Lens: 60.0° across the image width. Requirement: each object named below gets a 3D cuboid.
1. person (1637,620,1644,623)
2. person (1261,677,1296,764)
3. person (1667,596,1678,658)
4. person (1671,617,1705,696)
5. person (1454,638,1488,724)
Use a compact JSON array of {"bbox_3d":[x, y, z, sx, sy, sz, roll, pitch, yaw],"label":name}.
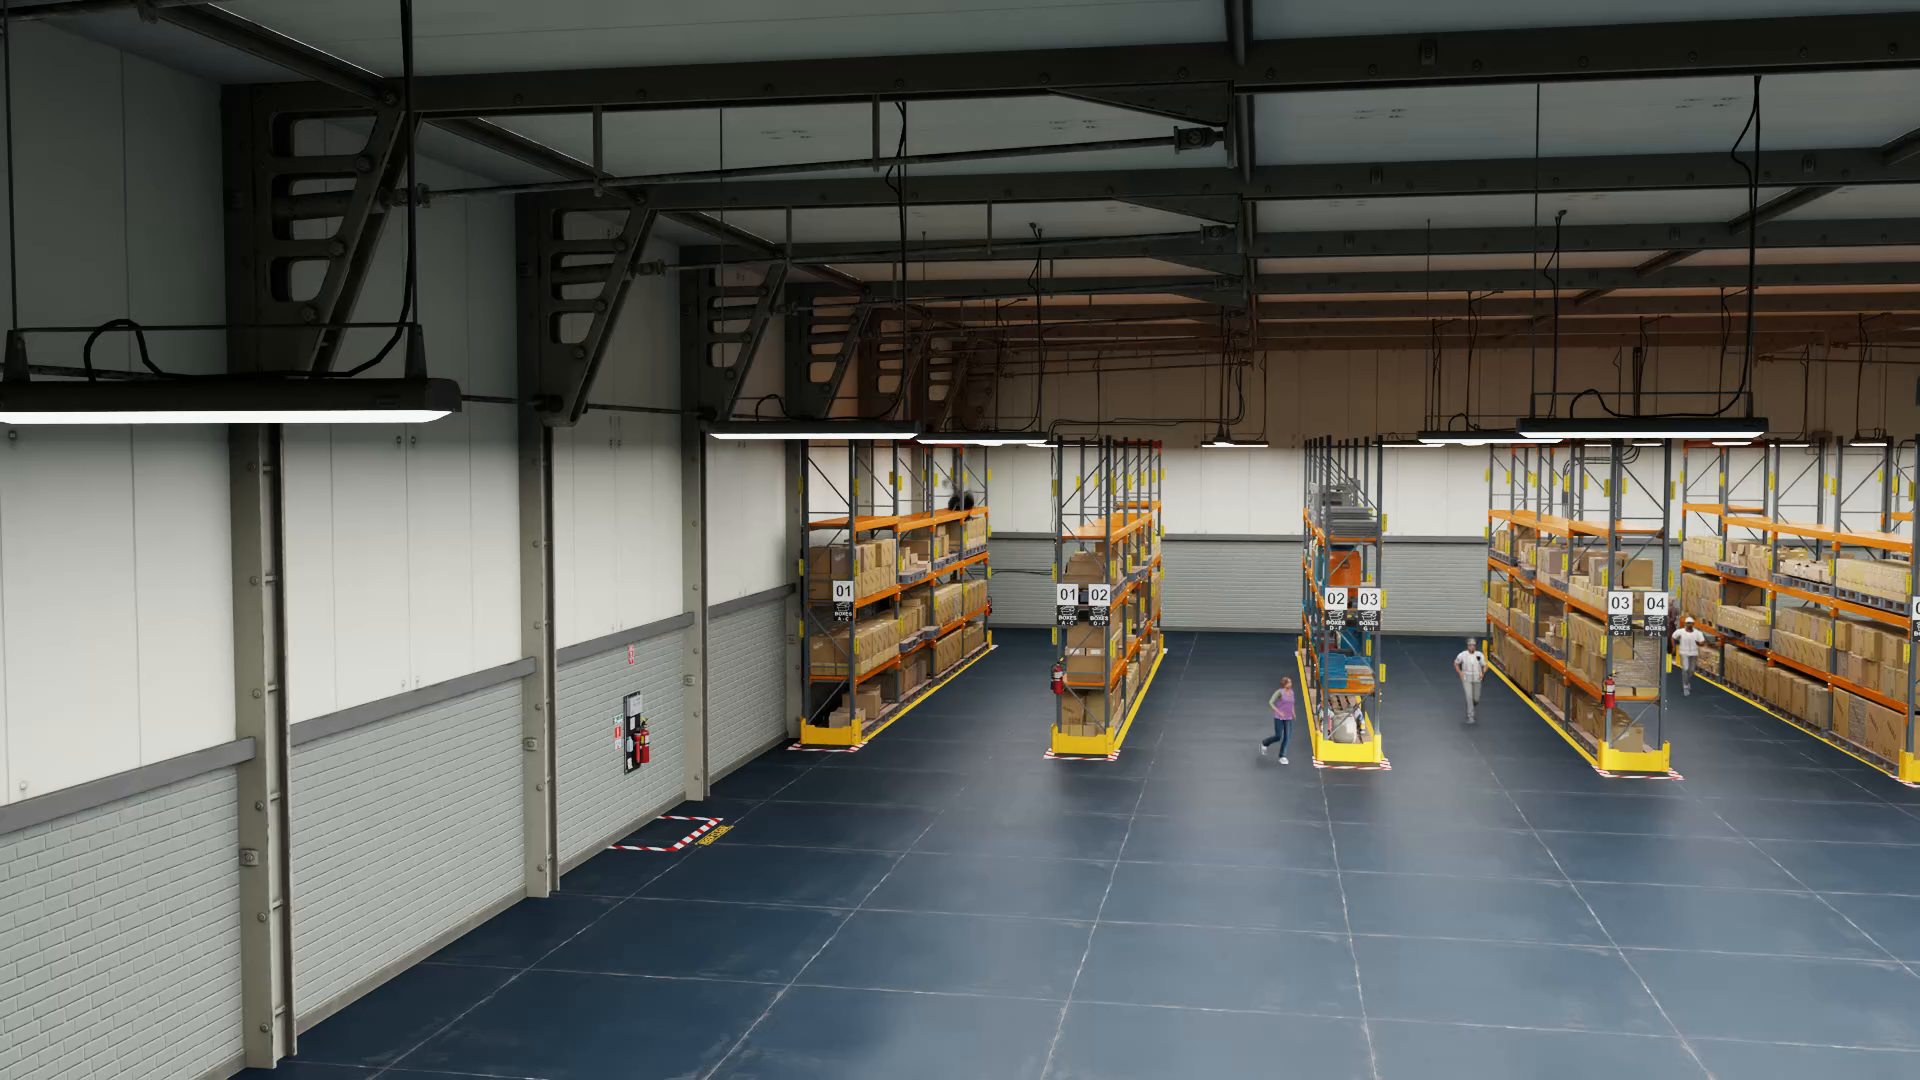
[{"bbox_3d":[17.799,2.483,43.690,0.710,1.745,0.751,1,3,17],"label":"person"},{"bbox_3d":[5.952,3.291,30.576,0.600,1.548,0.780,-1,3,-26],"label":"person"},{"bbox_3d":[19.317,2.403,45.381,0.681,1.766,0.694,-1,3,-12],"label":"person"},{"bbox_3d":[17.112,2.711,39.053,0.686,1.802,0.876,1,3,10],"label":"person"},{"bbox_3d":[10.794,2.947,35.128,0.676,1.765,0.810,0,3,7],"label":"person"}]
